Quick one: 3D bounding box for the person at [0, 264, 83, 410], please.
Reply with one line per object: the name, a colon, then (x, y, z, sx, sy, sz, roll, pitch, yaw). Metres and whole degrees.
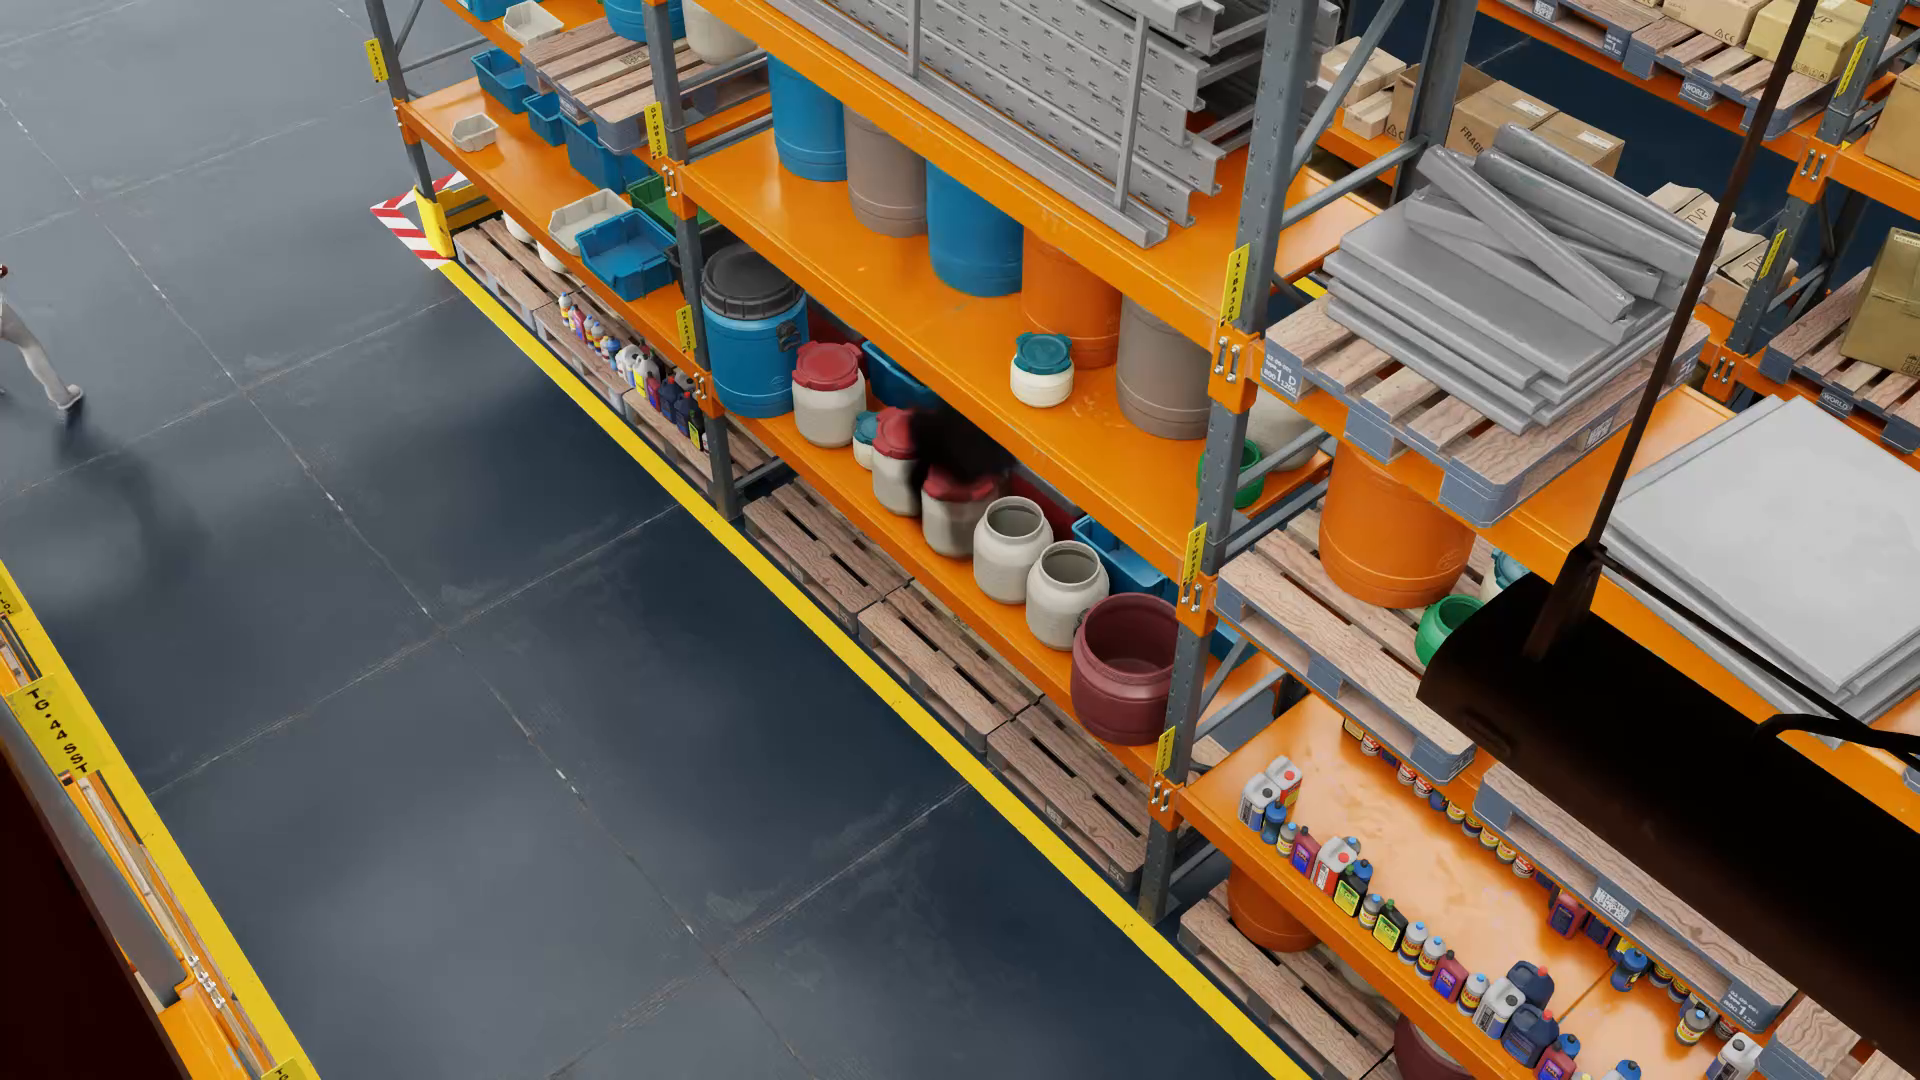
person: (-6.707, -1.572, 11.362, 0.781, 1.658, 0.690, -16, 49, -15)
